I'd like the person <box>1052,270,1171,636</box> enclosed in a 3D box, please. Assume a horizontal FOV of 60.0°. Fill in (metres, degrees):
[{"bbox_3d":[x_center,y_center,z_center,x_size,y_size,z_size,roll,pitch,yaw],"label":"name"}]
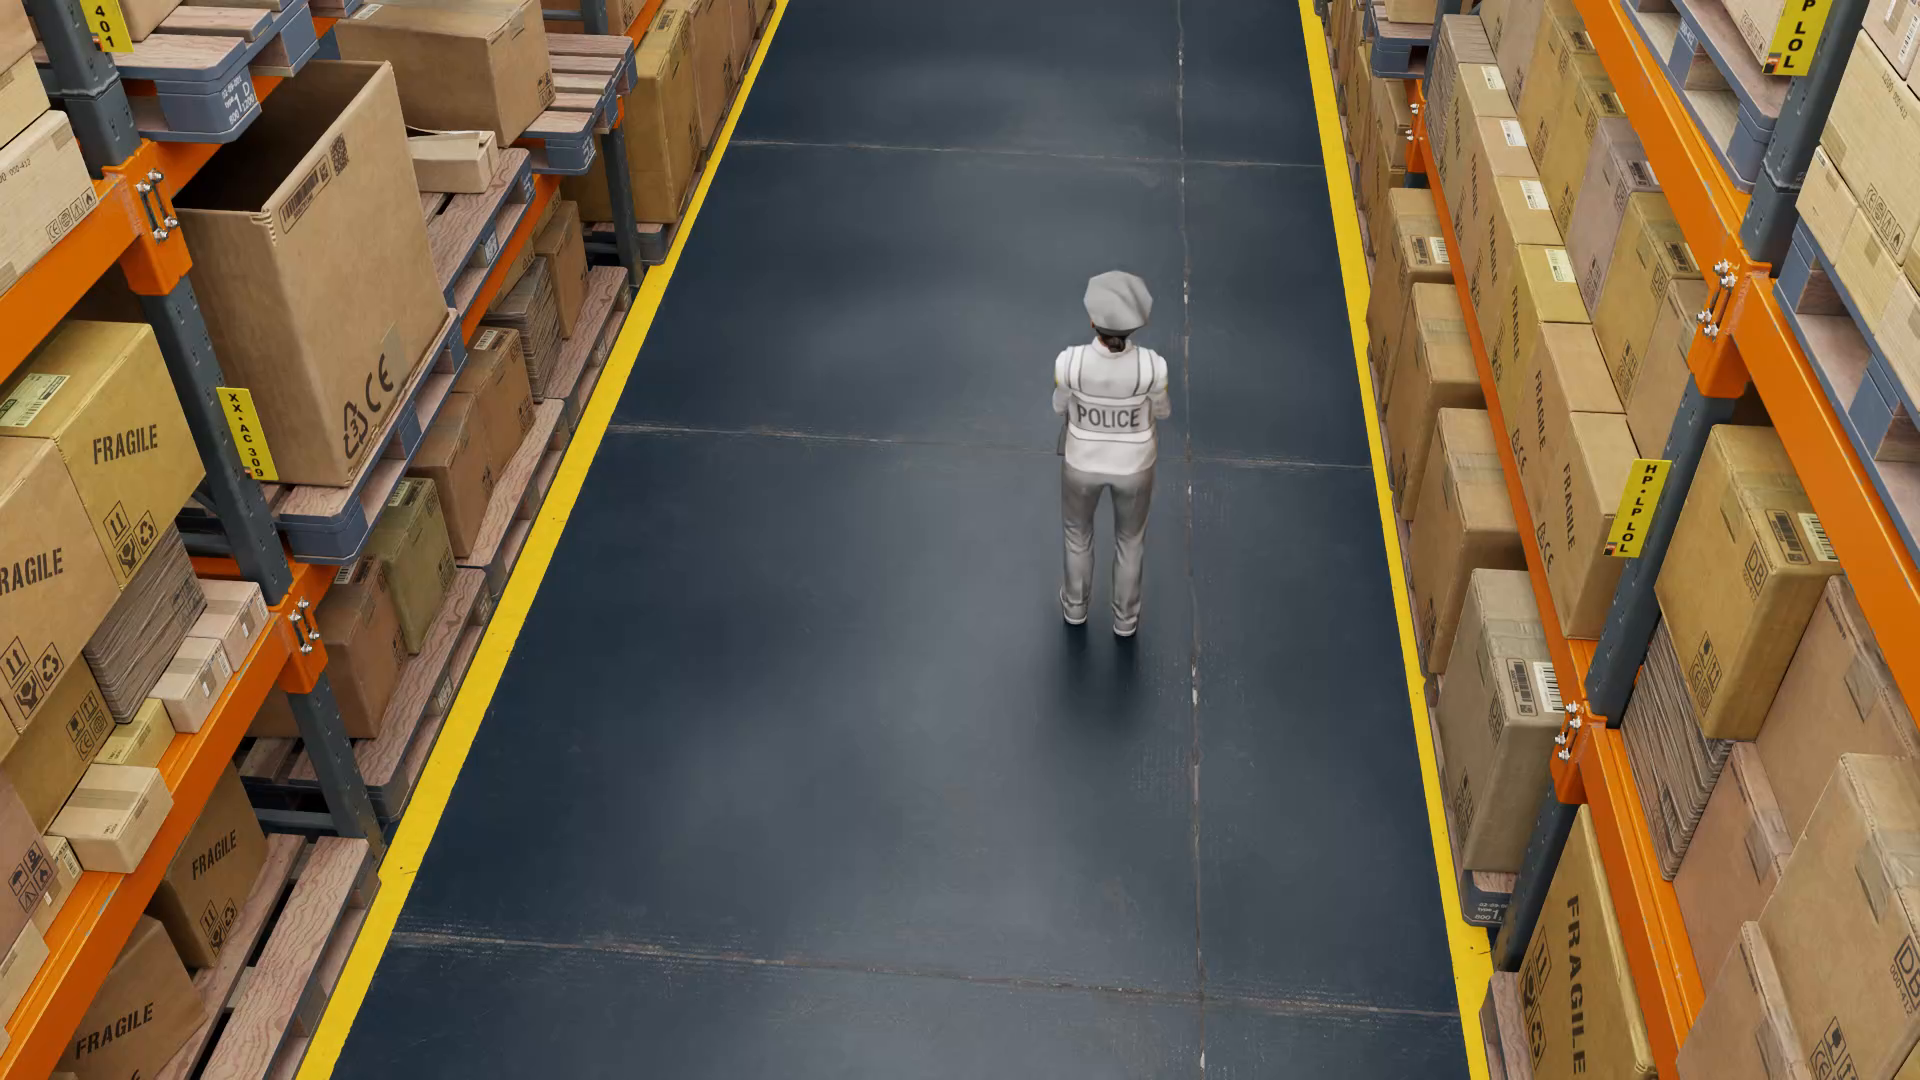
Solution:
[{"bbox_3d":[0.584,-0.355,6.559,0.459,1.690,0.532,3,40,4],"label":"person"}]
